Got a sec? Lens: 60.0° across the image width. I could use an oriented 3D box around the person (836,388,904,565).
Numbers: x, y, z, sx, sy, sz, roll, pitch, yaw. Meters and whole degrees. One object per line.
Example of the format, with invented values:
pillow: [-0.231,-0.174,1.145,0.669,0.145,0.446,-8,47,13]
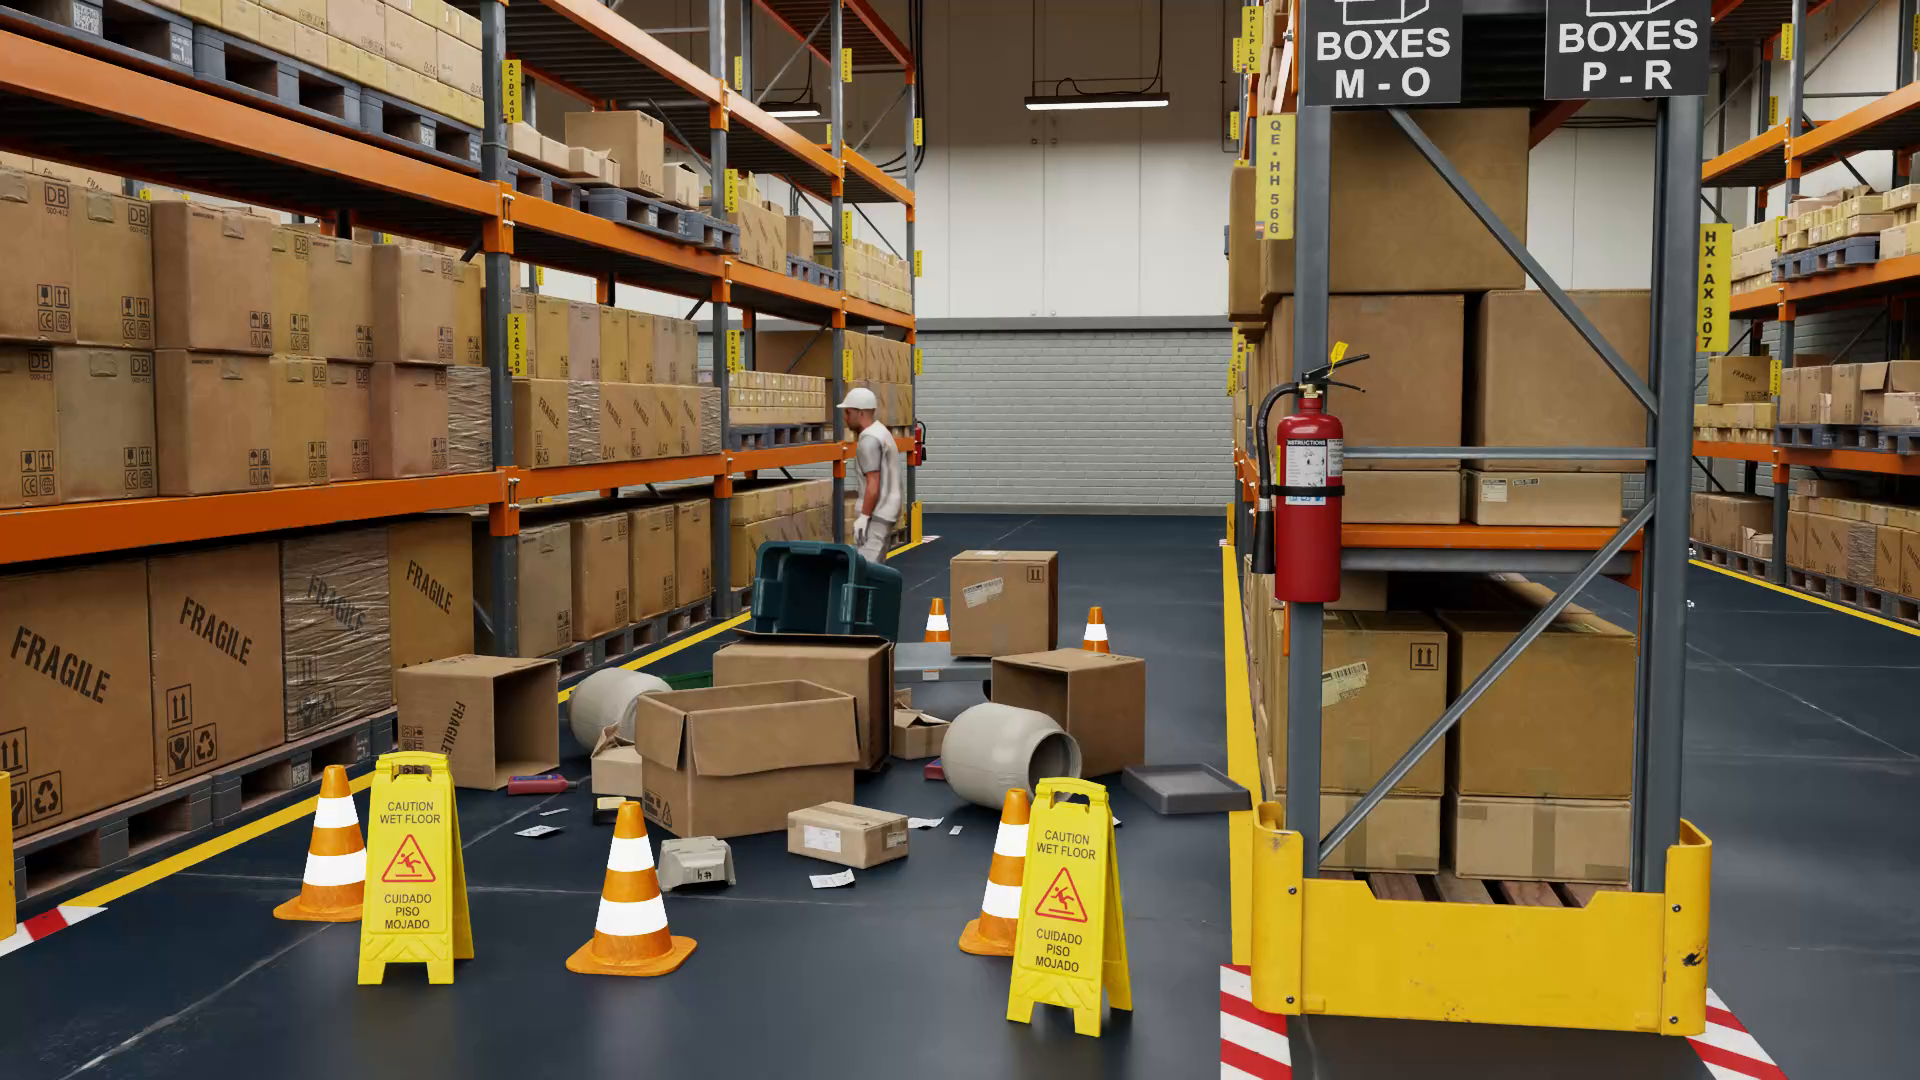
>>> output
person: [-0.610,-0.136,11.253,0.449,1.778,0.595,0,4,6]
